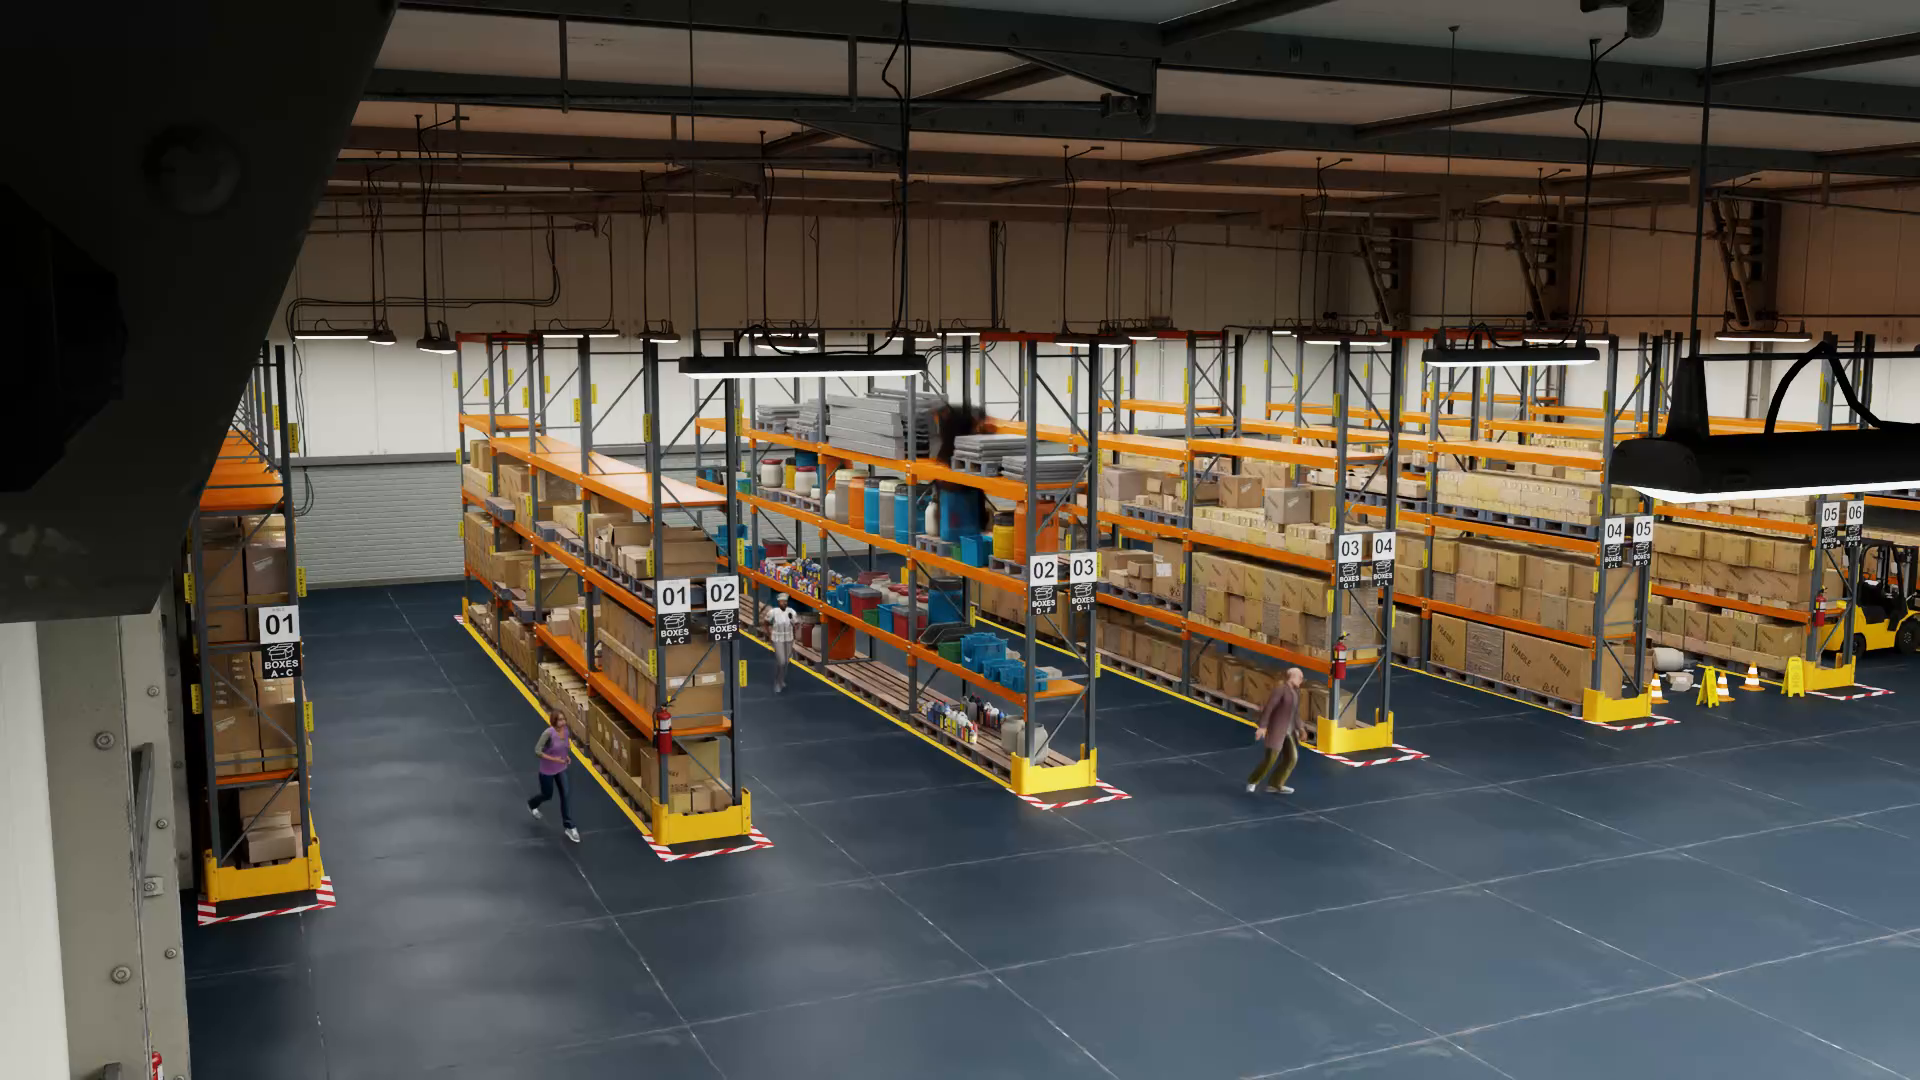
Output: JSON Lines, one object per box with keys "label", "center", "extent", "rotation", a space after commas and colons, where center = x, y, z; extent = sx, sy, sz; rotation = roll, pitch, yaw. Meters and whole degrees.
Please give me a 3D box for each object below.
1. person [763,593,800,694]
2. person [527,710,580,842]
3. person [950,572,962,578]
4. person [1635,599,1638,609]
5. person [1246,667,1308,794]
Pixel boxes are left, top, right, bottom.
{"label": "person", "center": [-2.977, 1.730, 28.069], "extent": [0.576, 1.727, 0.725], "rotation": [-3, 8, -23]}
{"label": "person", "center": [-4.955, 2.810, 20.234], "extent": [0.539, 1.561, 1.061], "rotation": [-7, 11, -44]}
{"label": "person", "center": [-0.065, 1.263, 31.517], "extent": [0.547, 1.688, 0.689], "rotation": [-5, 9, -34]}
{"label": "person", "center": [14.391, 0.784, 34.859], "extent": [0.649, 1.737, 0.858], "rotation": [-6, 10, -39]}
{"label": "person", "center": [4.177, 2.517, 22.062], "extent": [0.622, 1.709, 0.841], "rotation": [7, 10, 42]}
